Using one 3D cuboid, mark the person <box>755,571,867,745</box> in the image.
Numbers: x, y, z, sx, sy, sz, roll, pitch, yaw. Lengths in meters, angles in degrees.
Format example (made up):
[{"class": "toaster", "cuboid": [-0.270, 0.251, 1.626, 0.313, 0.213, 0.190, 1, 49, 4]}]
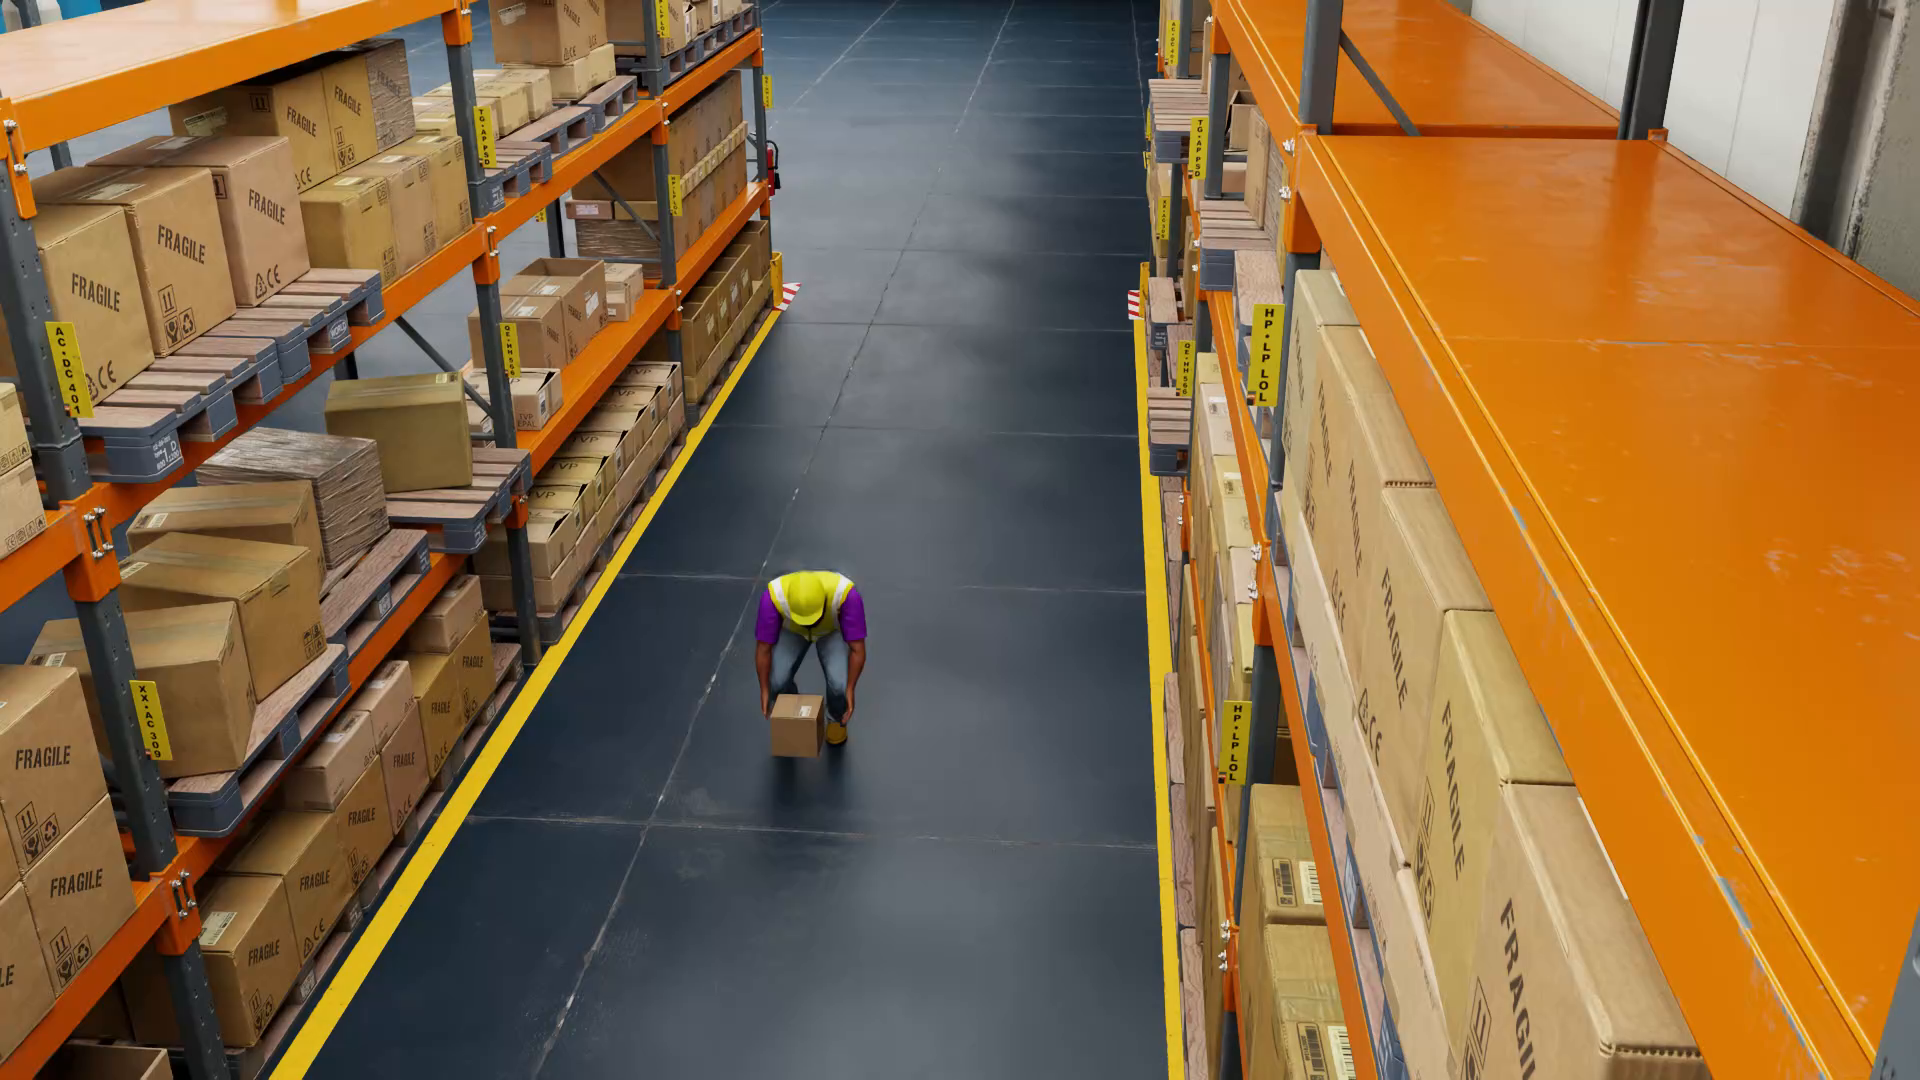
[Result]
[{"class": "person", "cuboid": [-0.809, 0.606, 9.328, 0.620, 1.204, 0.839, 2, 24, 4]}]
